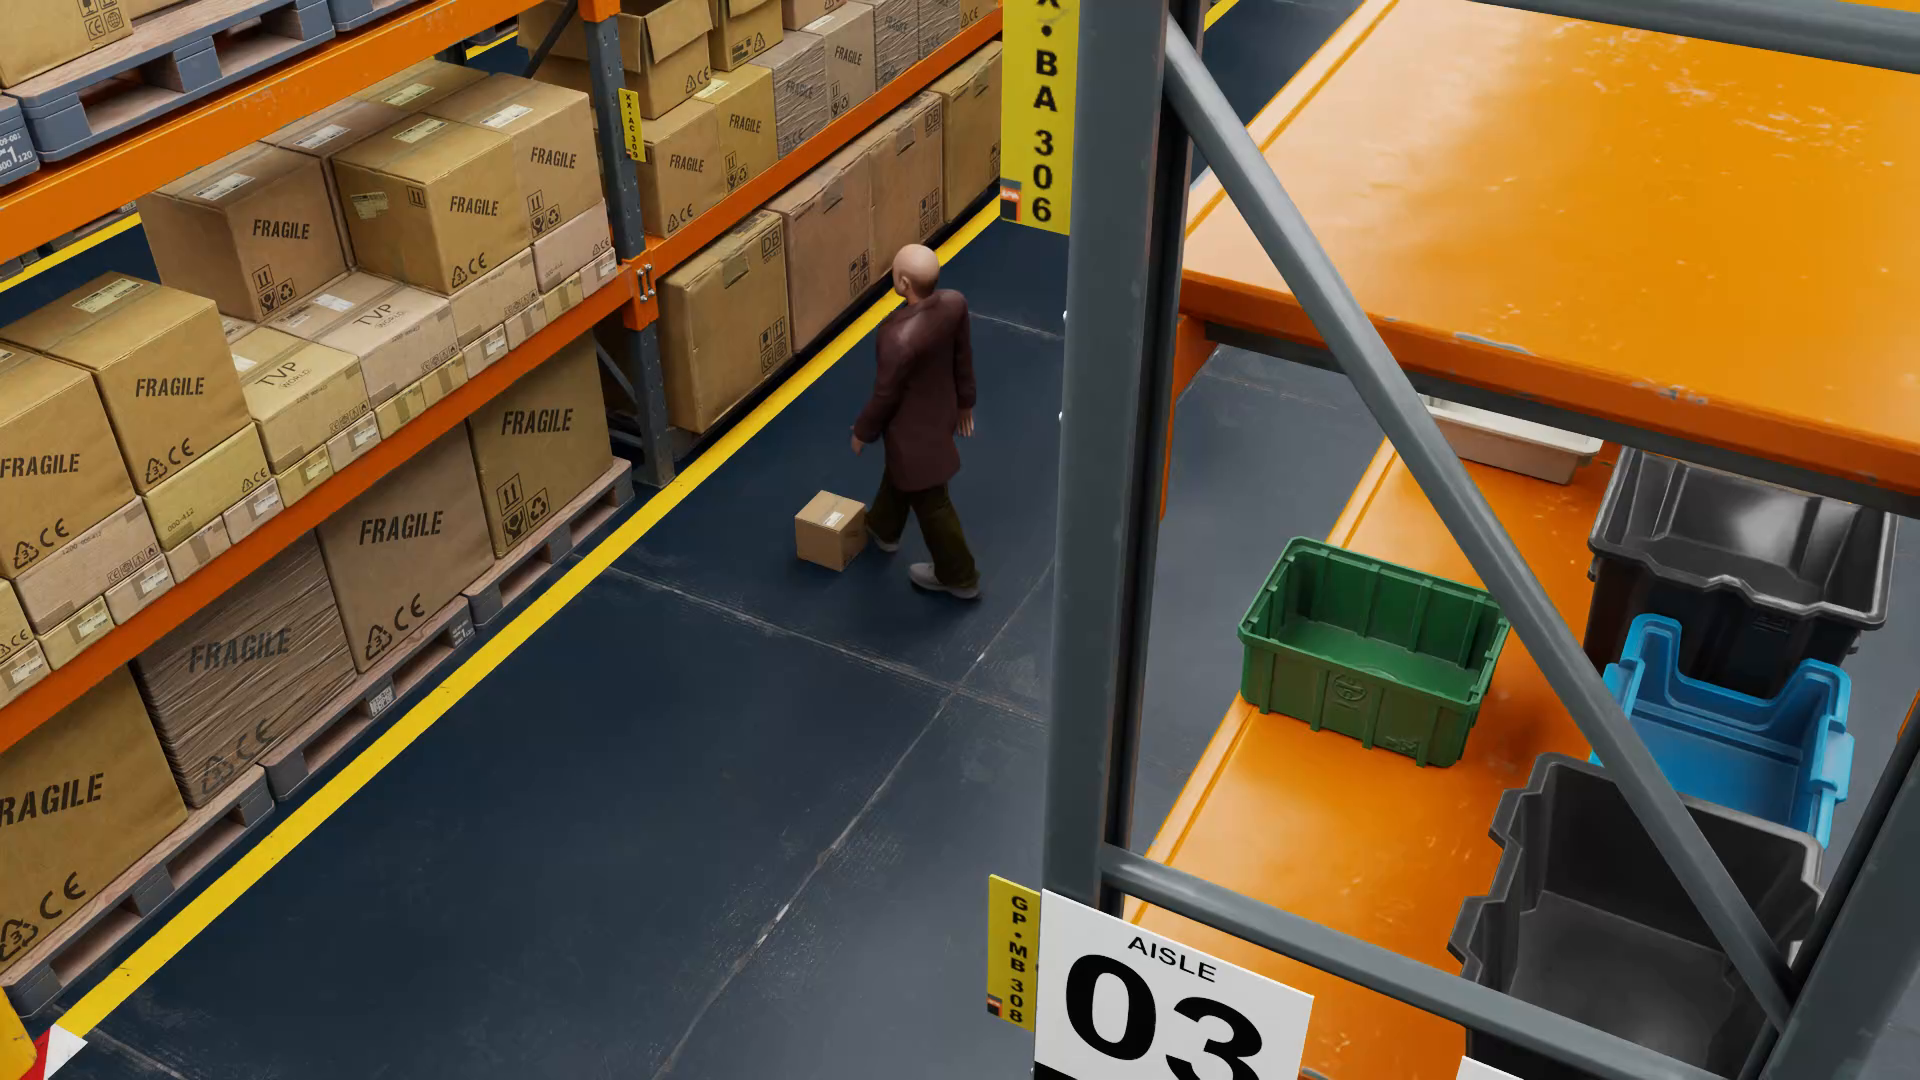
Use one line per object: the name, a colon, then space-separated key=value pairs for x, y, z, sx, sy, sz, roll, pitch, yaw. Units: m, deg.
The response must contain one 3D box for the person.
person: x=-0.291 y=-0.553 z=7.461 sx=0.849 sy=1.764 sz=0.597 roll=17 pitch=41 yaw=21
